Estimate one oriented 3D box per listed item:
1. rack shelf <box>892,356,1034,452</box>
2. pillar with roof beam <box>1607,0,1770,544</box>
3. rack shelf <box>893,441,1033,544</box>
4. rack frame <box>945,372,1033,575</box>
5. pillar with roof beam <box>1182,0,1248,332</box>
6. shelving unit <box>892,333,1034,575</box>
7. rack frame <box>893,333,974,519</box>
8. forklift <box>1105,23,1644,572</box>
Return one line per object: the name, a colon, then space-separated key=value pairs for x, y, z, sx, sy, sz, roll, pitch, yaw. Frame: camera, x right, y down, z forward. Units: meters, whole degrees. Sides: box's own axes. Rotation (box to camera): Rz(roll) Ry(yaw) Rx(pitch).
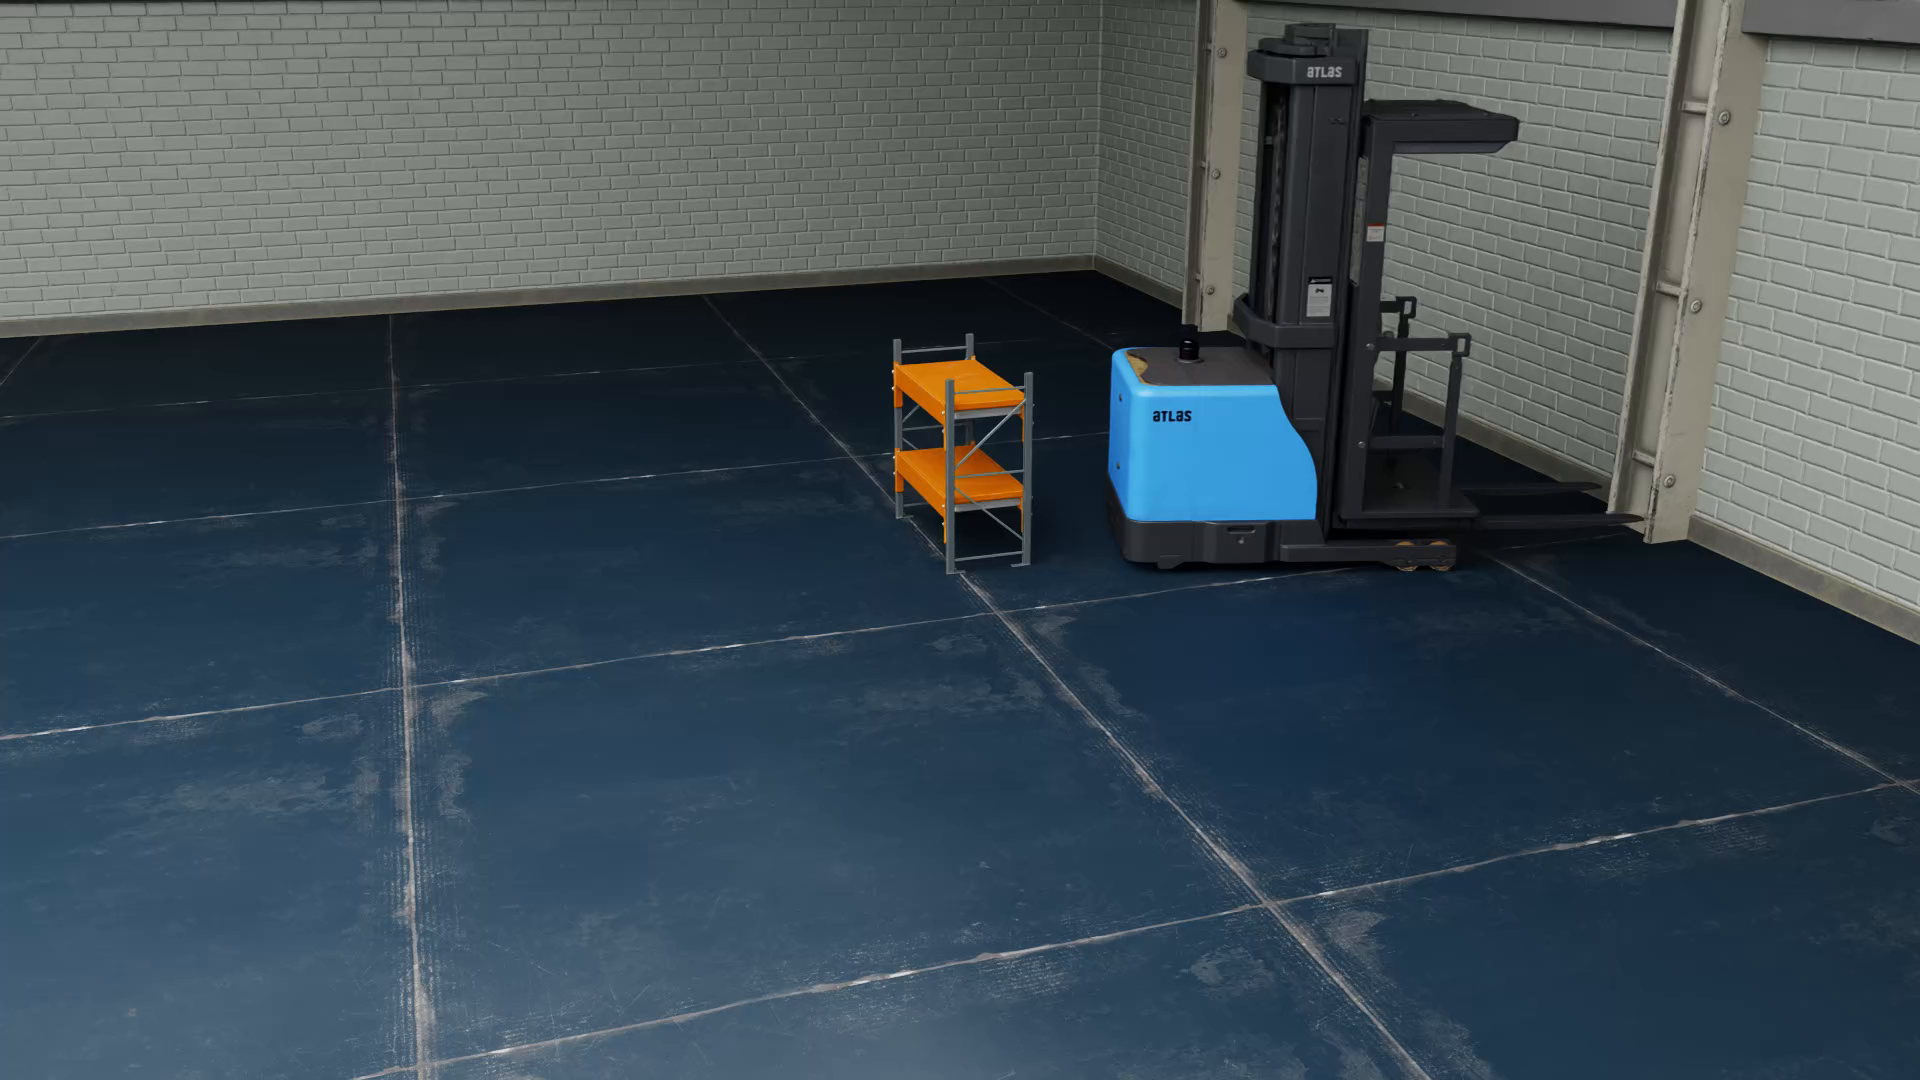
rack shelf: x=0.002 y=-0.803 z=9.621 sx=0.538 sy=0.278 sz=1.000 roll=-6 pitch=21 yaw=-17
pillar with roof beam: x=0.079 y=-3.835 z=7.280 sx=9.100 sy=9.000 sz=0.400 roll=-6 pitch=21 yaw=-17
rack shelf: x=0.002 y=-0.297 z=9.803 sx=0.538 sy=0.278 sz=1.000 roll=-6 pitch=21 yaw=-17
rack frame: x=0.162 y=-0.364 z=9.266 sx=0.500 sy=1.125 sz=0.032 roll=-6 pitch=21 yaw=-17
pillar with roof beam: x=-1.807 y=-5.760 z=12.641 sx=9.100 sy=9.000 sz=0.400 roll=-6 pitch=21 yaw=-17
shelving unit: x=0.002 y=-0.527 z=9.720 sx=0.538 sy=1.125 sz=1.048 roll=-6 pitch=21 yaw=-17
rack frame: x=-0.158 y=-0.690 z=10.174 sx=0.500 sy=1.125 sz=0.032 roll=-6 pitch=21 yaw=-17
forklift: x=2.423 y=-1.380 z=9.423 sx=3.031 sy=2.935 sz=1.130 roll=-1 pitch=20 yaw=-2
